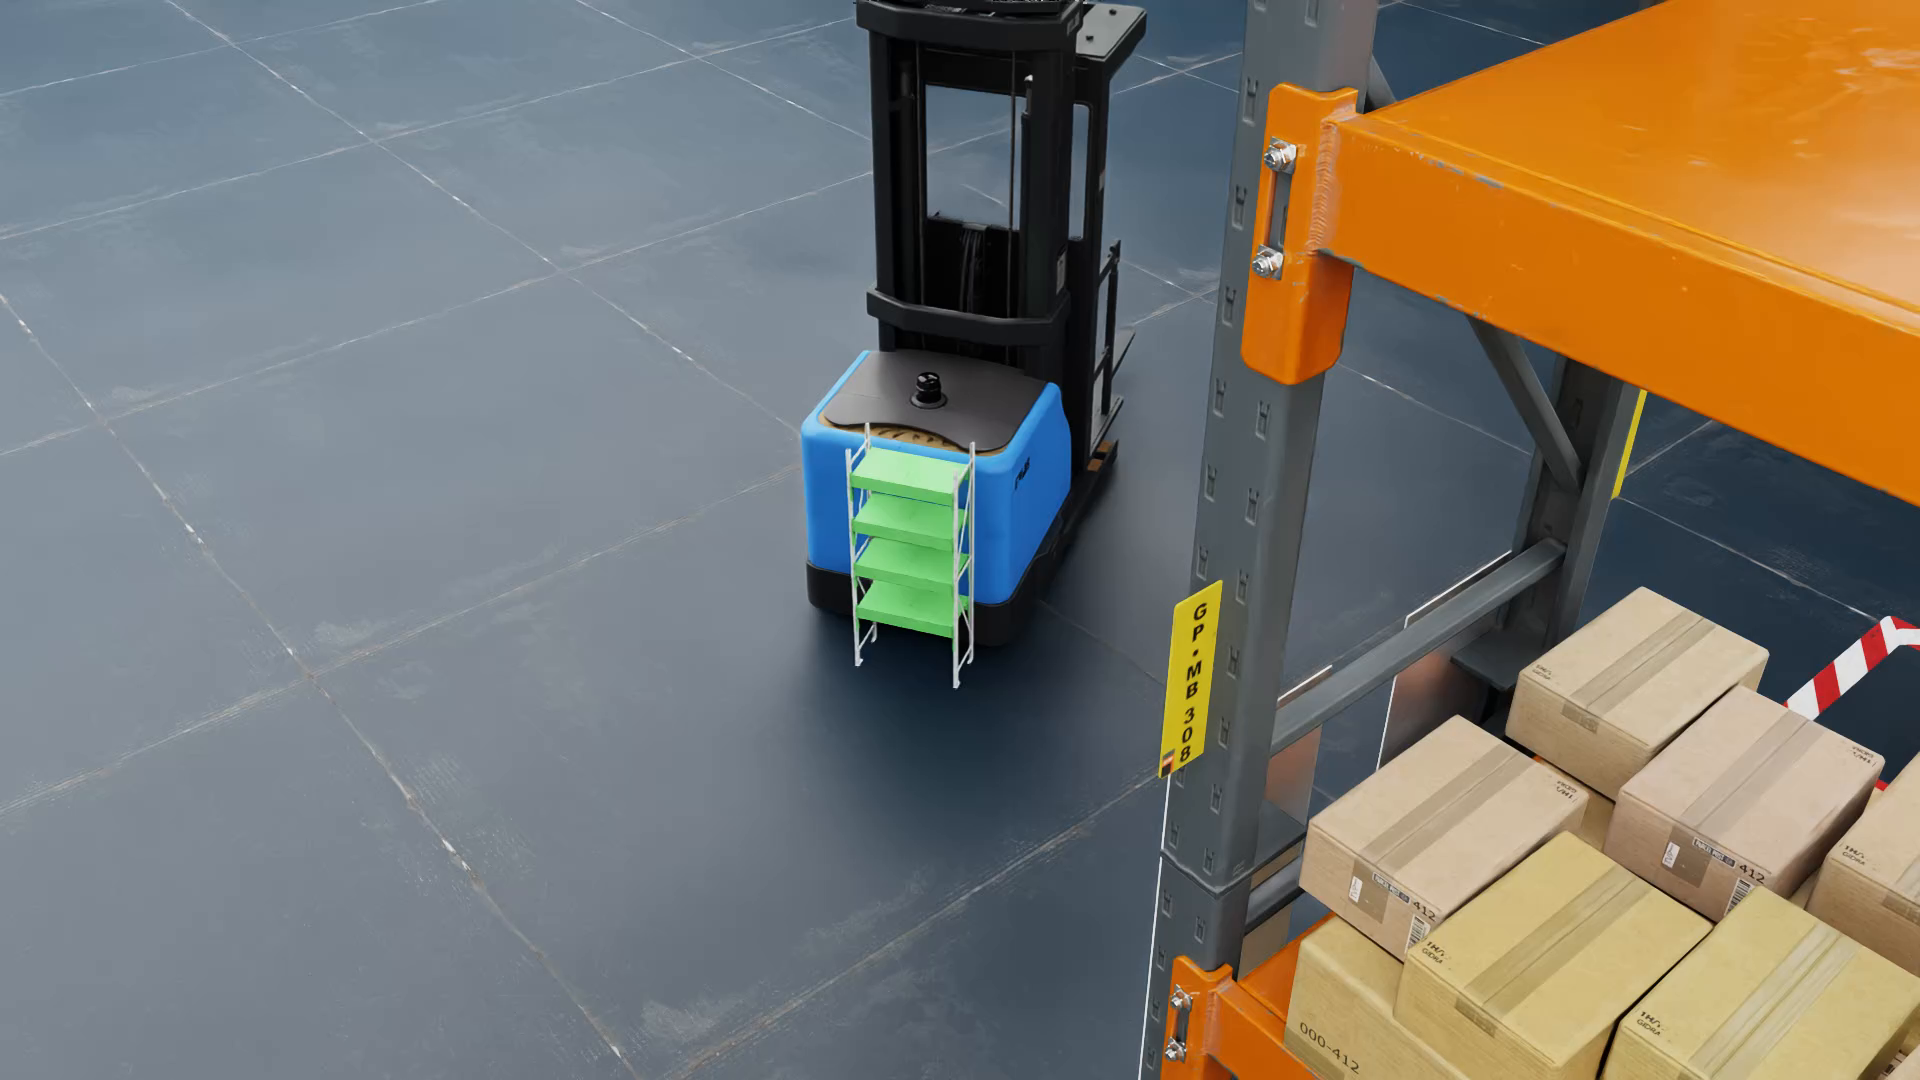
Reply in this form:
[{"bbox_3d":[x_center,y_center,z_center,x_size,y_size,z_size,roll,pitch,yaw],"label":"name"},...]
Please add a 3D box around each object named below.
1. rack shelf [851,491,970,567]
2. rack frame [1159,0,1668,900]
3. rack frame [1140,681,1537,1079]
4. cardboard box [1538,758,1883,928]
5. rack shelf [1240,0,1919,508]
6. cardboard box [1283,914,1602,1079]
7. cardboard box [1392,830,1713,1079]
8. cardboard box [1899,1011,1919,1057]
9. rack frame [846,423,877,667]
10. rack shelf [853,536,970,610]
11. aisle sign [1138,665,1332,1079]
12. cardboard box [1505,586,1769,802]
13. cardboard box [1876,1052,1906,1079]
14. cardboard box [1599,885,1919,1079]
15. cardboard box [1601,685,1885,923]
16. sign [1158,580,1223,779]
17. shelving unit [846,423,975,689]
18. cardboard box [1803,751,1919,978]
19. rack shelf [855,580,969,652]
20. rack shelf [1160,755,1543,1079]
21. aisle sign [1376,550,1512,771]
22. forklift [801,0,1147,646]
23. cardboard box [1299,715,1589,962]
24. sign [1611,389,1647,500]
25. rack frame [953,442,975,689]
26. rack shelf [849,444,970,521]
[{"bbox_3d":[-0.213,-0.056,7.388,0.480,0.148,0.258,11,37,16],"label":"rack shelf"},{"bbox_3d":[0.750,-0.864,2.085,1.000,3.000,0.127,-26,43,-32],"label":"rack frame"},{"bbox_3d":[0.750,1.584,3.819,1.000,3.000,0.127,-26,43,-32],"label":"rack frame"},{"bbox_3d":[1.255,0.539,2.829,0.500,0.250,0.500,-25,42,-31],"label":"cardboard box"},{"bbox_3d":[2.041,0.314,1.047,1.077,0.370,4.000,-26,43,-32],"label":"rack shelf"},{"bbox_3d":[0.864,0.730,2.559,0.500,0.250,0.500,-25,42,-30],"label":"cardboard box"},{"bbox_3d":[0.845,0.617,2.374,0.380,0.149,0.250,-25,42,-31],"label":"cardboard box"},{"bbox_3d":[1.580,0.759,2.519,0.500,0.250,0.500,-26,43,-32],"label":"cardboard box"},{"bbox_3d":[-0.443,0.041,7.555,0.015,1.200,0.240,11,37,16],"label":"rack frame"},{"bbox_3d":[-0.213,0.140,7.526,0.480,0.148,0.258,11,37,16],"label":"rack shelf"},{"bbox_3d":[0.481,0.608,2.948,0.394,0.787,0.004,-26,43,-32],"label":"aisle sign"},{"bbox_3d":[1.168,0.265,2.872,0.380,0.149,0.250,-26,43,-32],"label":"cardboard box"},{"bbox_3d":[1.201,0.956,2.241,0.500,0.250,0.500,-27,43,-33],"label":"cardboard box"},{"bbox_3d":[1.102,0.682,2.282,0.380,0.149,0.250,-27,43,-33],"label":"cardboard box"},{"bbox_3d":[1.246,0.423,2.648,0.380,0.149,0.250,-28,44,-33],"label":"cardboard box"},{"bbox_3d":[0.336,0.206,2.414,0.100,0.325,0.005,-26,43,-32],"label":"sign"},{"bbox_3d":[-0.213,0.087,7.490,0.503,1.200,0.258,11,37,16],"label":"shelving unit"},{"bbox_3d":[1.506,0.503,2.535,0.380,0.149,0.250,-28,44,-34],"label":"cardboard box"},{"bbox_3d":[-0.213,0.335,7.665,0.480,0.148,0.258,11,37,16],"label":"rack shelf"},{"bbox_3d":[2.041,1.537,1.913,1.077,0.370,4.000,-26,43,-32],"label":"rack shelf"},{"bbox_3d":[0.939,0.384,3.264,0.394,0.787,0.004,-26,43,-32],"label":"aisle sign"},{"bbox_3d":[0.234,-1.545,8.297,1.130,2.935,3.031,12,37,16],"label":"forklift"},{"bbox_3d":[0.751,0.466,2.587,0.380,0.149,0.250,-26,43,-32],"label":"cardboard box"},{"bbox_3d":[1.187,-0.200,2.976,0.100,0.325,0.005,-26,43,-32],"label":"sign"},{"bbox_3d":[0.018,0.134,7.424,0.015,1.200,0.240,11,37,16],"label":"rack frame"},{"bbox_3d":[-0.213,-0.252,7.249,0.480,0.148,0.258,11,37,16],"label":"rack shelf"}]
